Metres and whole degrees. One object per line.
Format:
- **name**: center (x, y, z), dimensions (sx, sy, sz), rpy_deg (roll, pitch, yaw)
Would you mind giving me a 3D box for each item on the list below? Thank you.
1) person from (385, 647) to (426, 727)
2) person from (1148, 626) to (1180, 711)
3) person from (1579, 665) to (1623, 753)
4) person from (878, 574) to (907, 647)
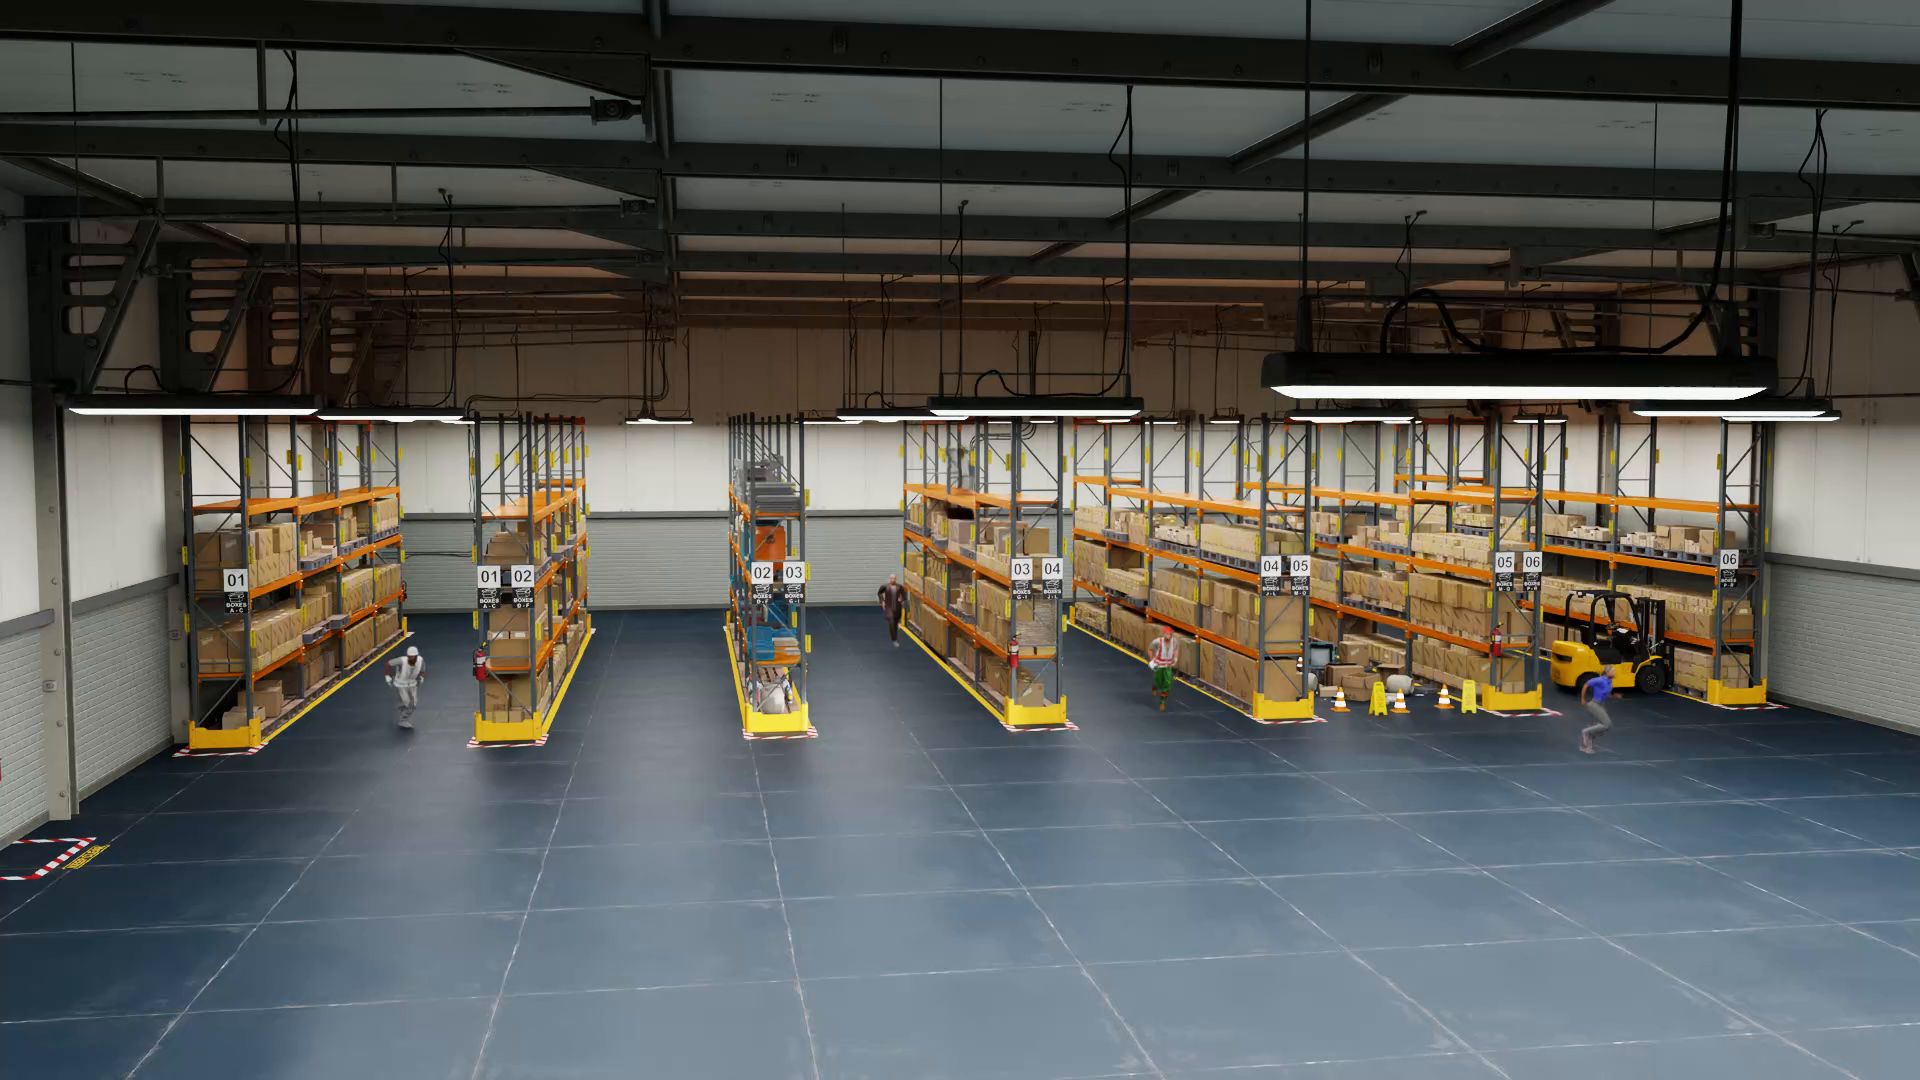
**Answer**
- **person**: center (-10.482, 2.790, 31.471), dimensions (0.715, 1.590, 0.820), rpy_deg (-3, 5, -41)
- **person**: center (4.133, 2.585, 33.903), dimensions (0.659, 1.720, 0.920), rpy_deg (-1, 4, -17)
- **person**: center (11.217, 2.987, 29.107), dimensions (0.715, 1.523, 0.562), rpy_deg (3, 5, 37)
- **person**: center (-1.684, 1.761, 41.603), dimensions (0.716, 1.831, 0.933), rpy_deg (-1, 4, -11)
